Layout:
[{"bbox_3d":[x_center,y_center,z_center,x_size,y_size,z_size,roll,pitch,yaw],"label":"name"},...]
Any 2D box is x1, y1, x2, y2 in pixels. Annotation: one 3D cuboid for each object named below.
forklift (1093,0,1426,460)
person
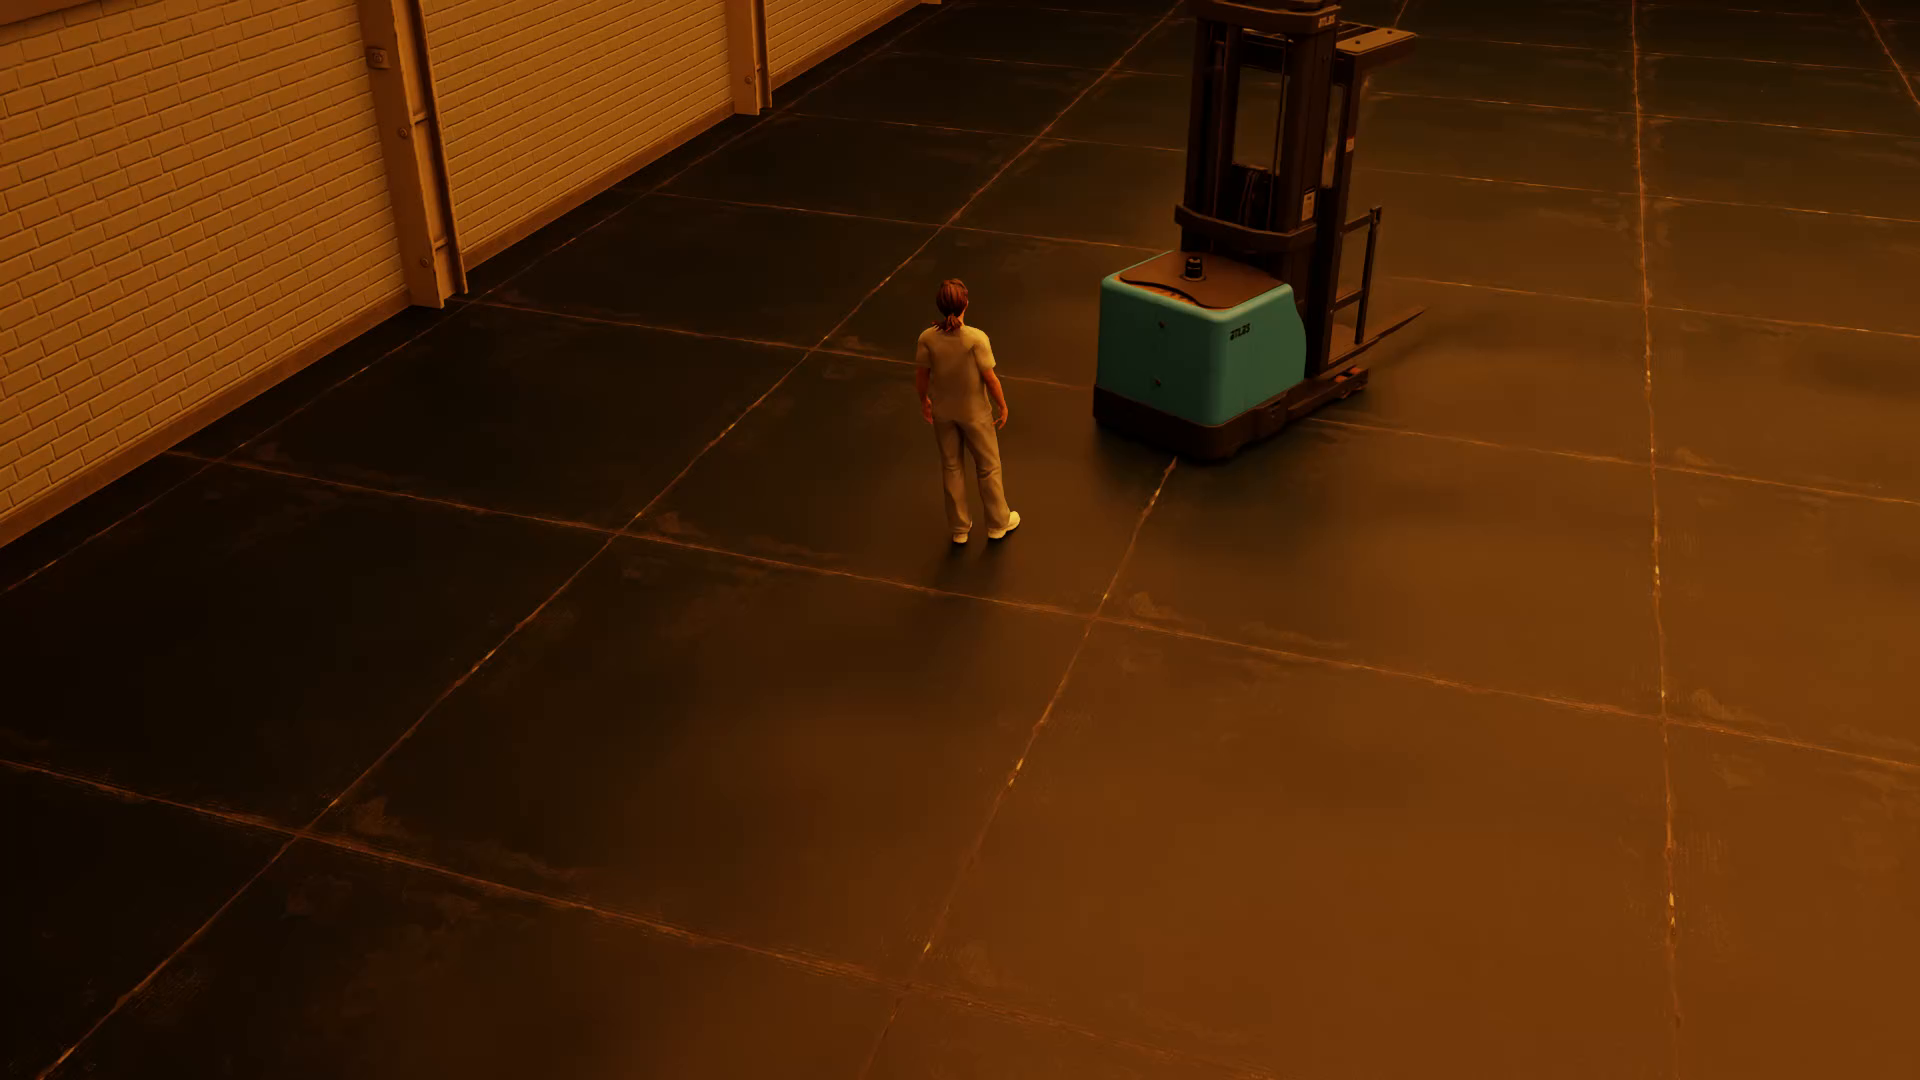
[{"bbox_3d":[2.294,-2.433,11.405,1.130,2.935,3.031,25,38,37],"label":"forklift"},{"bbox_3d":[0.037,-0.767,9.734,0.549,1.675,0.549,10,31,16],"label":"person"}]
